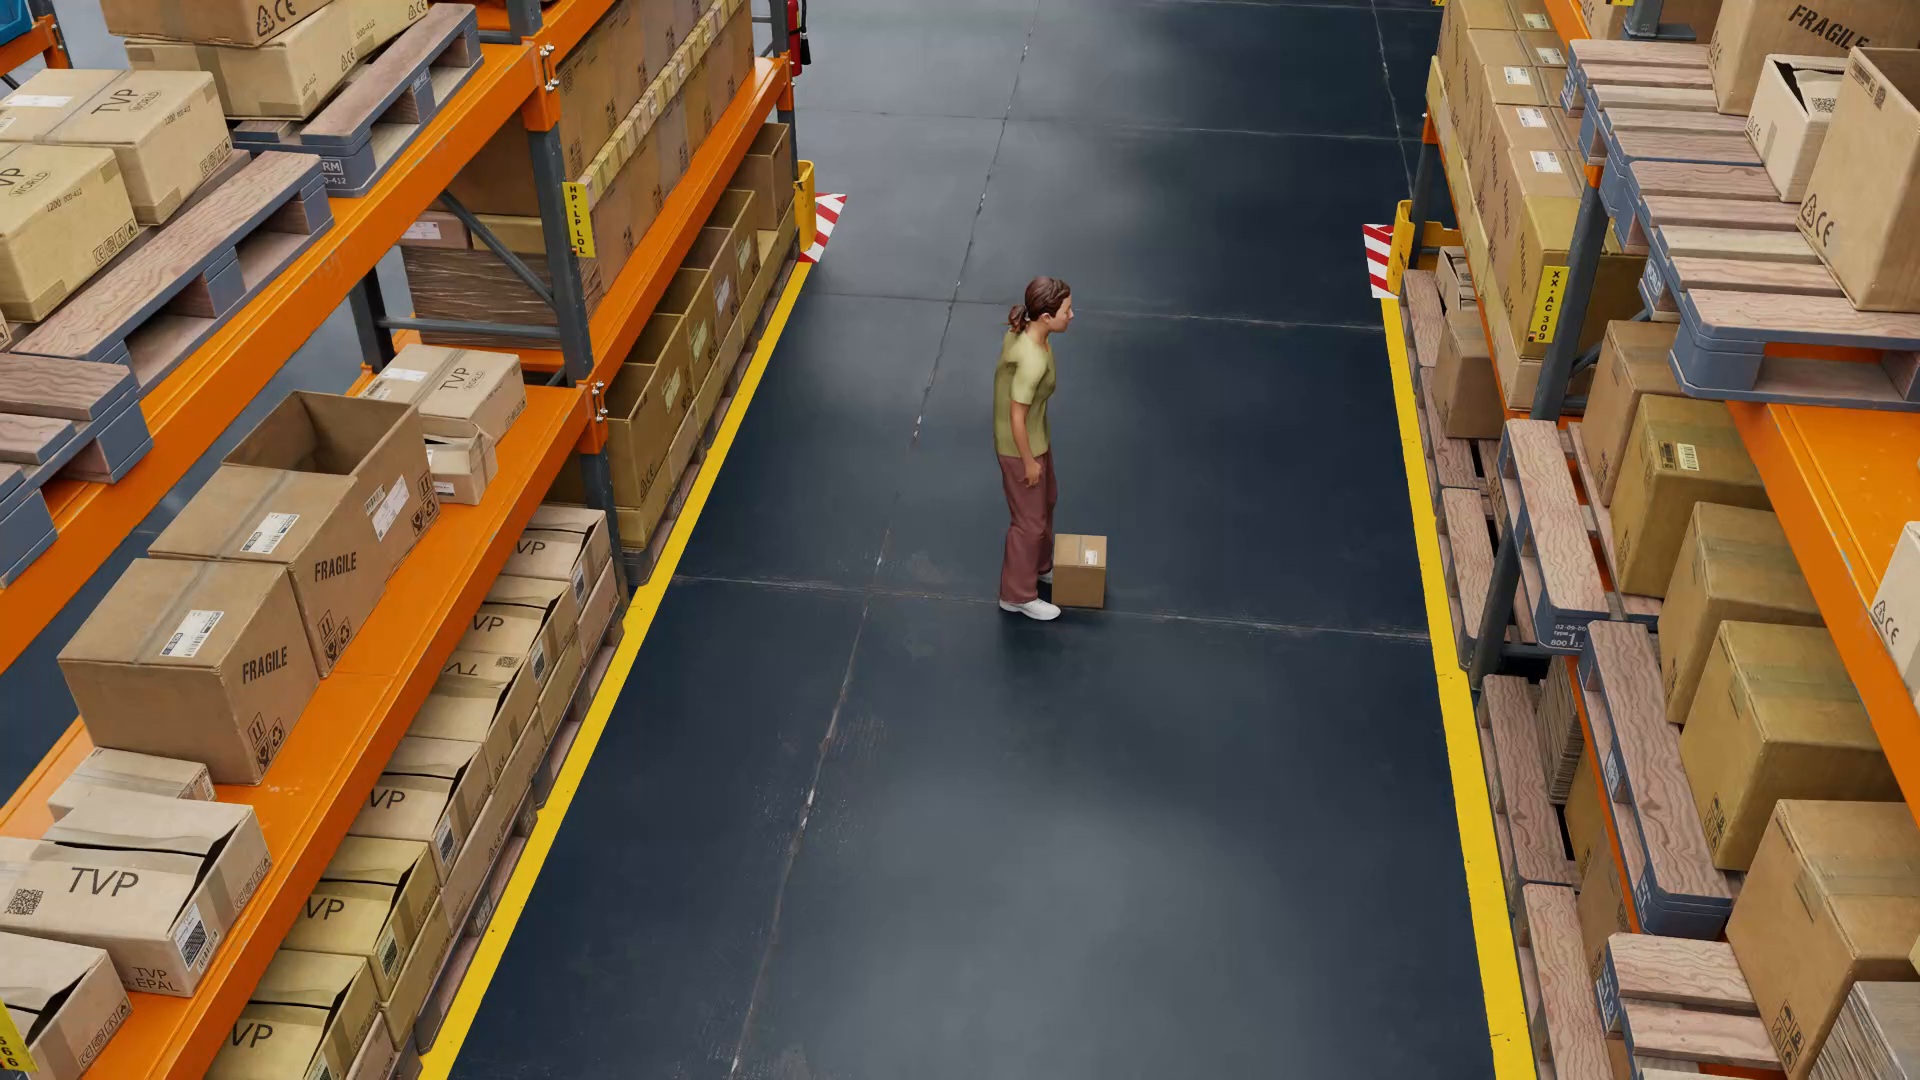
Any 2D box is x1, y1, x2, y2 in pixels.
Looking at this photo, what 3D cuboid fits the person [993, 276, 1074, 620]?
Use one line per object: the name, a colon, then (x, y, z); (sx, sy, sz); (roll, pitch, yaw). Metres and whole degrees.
person: (0.356, -0.439, 7.639); (0.415, 1.671, 0.521); (2, 36, 3)
